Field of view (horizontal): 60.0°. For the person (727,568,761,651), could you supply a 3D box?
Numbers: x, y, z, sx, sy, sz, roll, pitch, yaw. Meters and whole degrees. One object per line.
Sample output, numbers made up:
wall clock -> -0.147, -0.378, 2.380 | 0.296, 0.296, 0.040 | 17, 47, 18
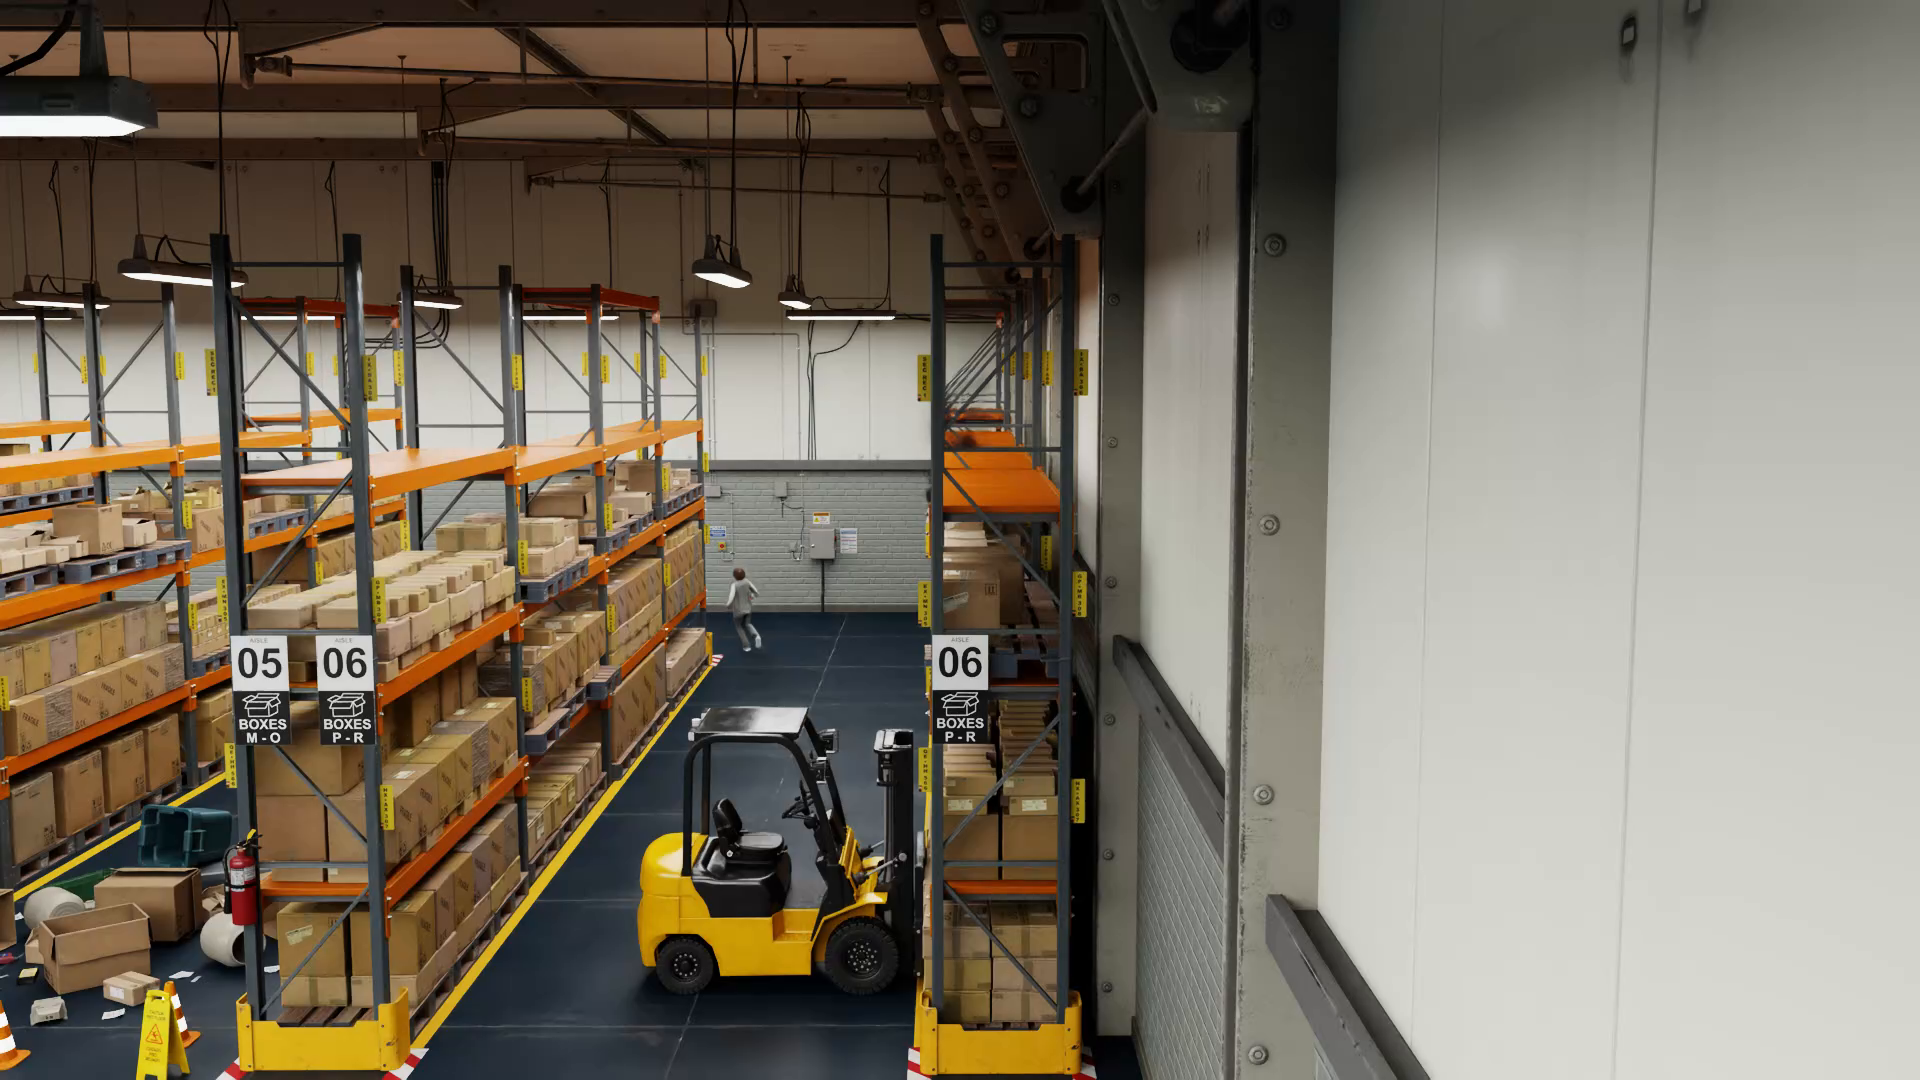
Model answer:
person -> -3.814, 1.219, 28.911 | 0.605, 1.511, 0.555 | -4, 7, -33
